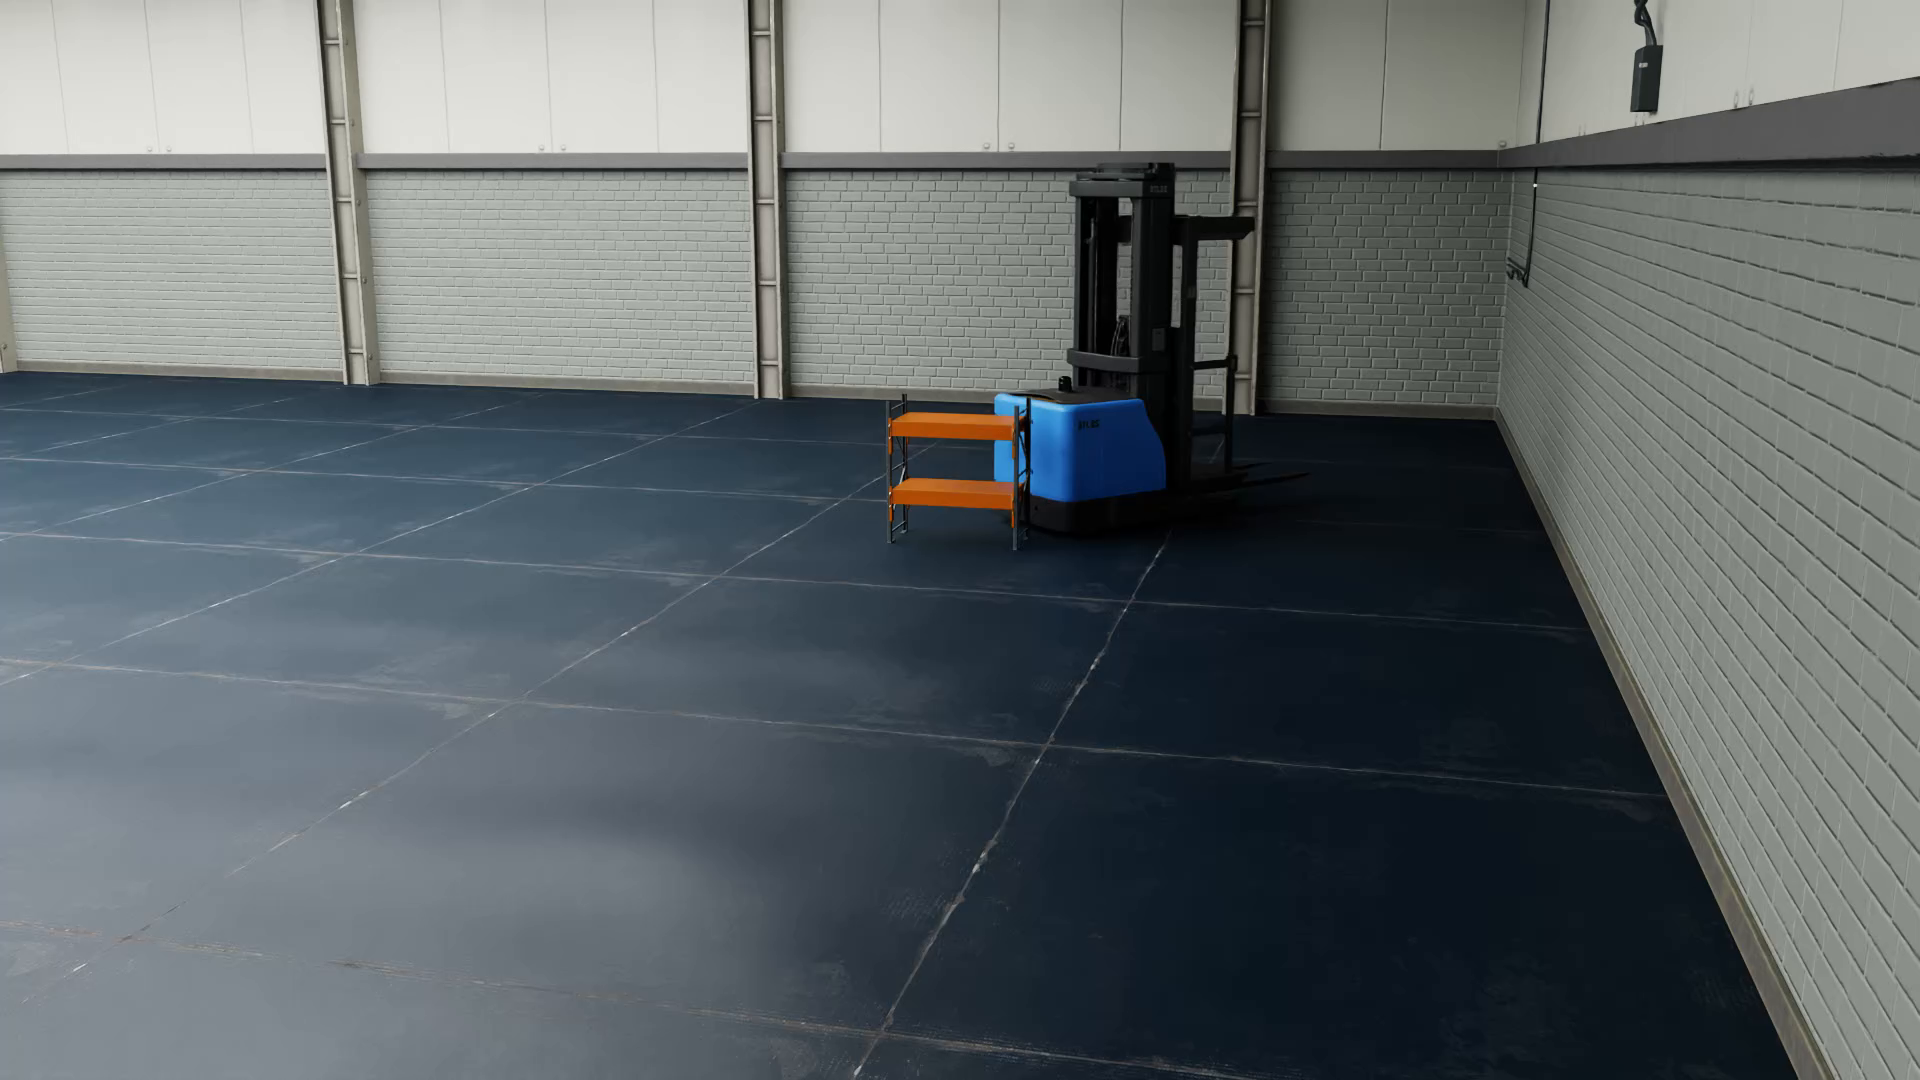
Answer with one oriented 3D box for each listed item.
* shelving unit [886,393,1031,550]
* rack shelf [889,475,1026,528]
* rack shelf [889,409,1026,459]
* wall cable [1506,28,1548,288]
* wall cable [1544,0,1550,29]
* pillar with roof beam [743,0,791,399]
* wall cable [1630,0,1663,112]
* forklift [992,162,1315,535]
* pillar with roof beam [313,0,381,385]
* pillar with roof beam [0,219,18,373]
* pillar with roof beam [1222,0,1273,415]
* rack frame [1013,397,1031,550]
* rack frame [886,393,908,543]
[{"bbox_3d":[-0.007,-0.549,13.113,1.048,1.125,0.538,3,13,14],"label":"shelving unit"},{"bbox_3d":[-0.007,-0.311,13.166,1.000,0.278,0.538,3,13,14],"label":"rack shelf"},{"bbox_3d":[-0.007,-0.835,13.050,1.000,0.278,0.538,3,13,14],"label":"rack shelf"},{"bbox_3d":[5.937,-3.988,17.601,0.112,2.526,3.097,3,13,14],"label":"wall cable"},{"bbox_3d":[5.289,-5.885,14.490,0.112,2.526,3.097,3,13,14],"label":"wall cable"},{"bbox_3d":[-3.463,-5.341,16.530,0.400,9.000,9.100,3,13,14],"label":"pillar with roof beam"},{"bbox_3d":[3.647,-5.168,7.902,0.169,6.003,2.305,3,13,14],"label":"wall cable"},{"bbox_3d":[1.769,-1.695,14.105,3.031,2.935,1.130,-9,15,-34],"label":"forklift"},{"bbox_3d":[-9.288,-5.652,17.934,0.400,9.000,9.100,3,13,14],"label":"pillar with roof beam"},{"bbox_3d":[-15.113,-5.964,19.337,0.400,9.000,9.100,3,13,14],"label":"pillar with roof beam"},{"bbox_3d":[2.362,-5.029,15.127,0.400,9.000,9.100,3,13,14],"label":"pillar with roof beam"},{"bbox_3d":[0.487,-0.523,12.995,0.032,1.125,0.500,3,13,14],"label":"rack frame"},{"bbox_3d":[-0.500,-0.576,13.232,0.032,1.125,0.500,3,13,14],"label":"rack frame"}]
